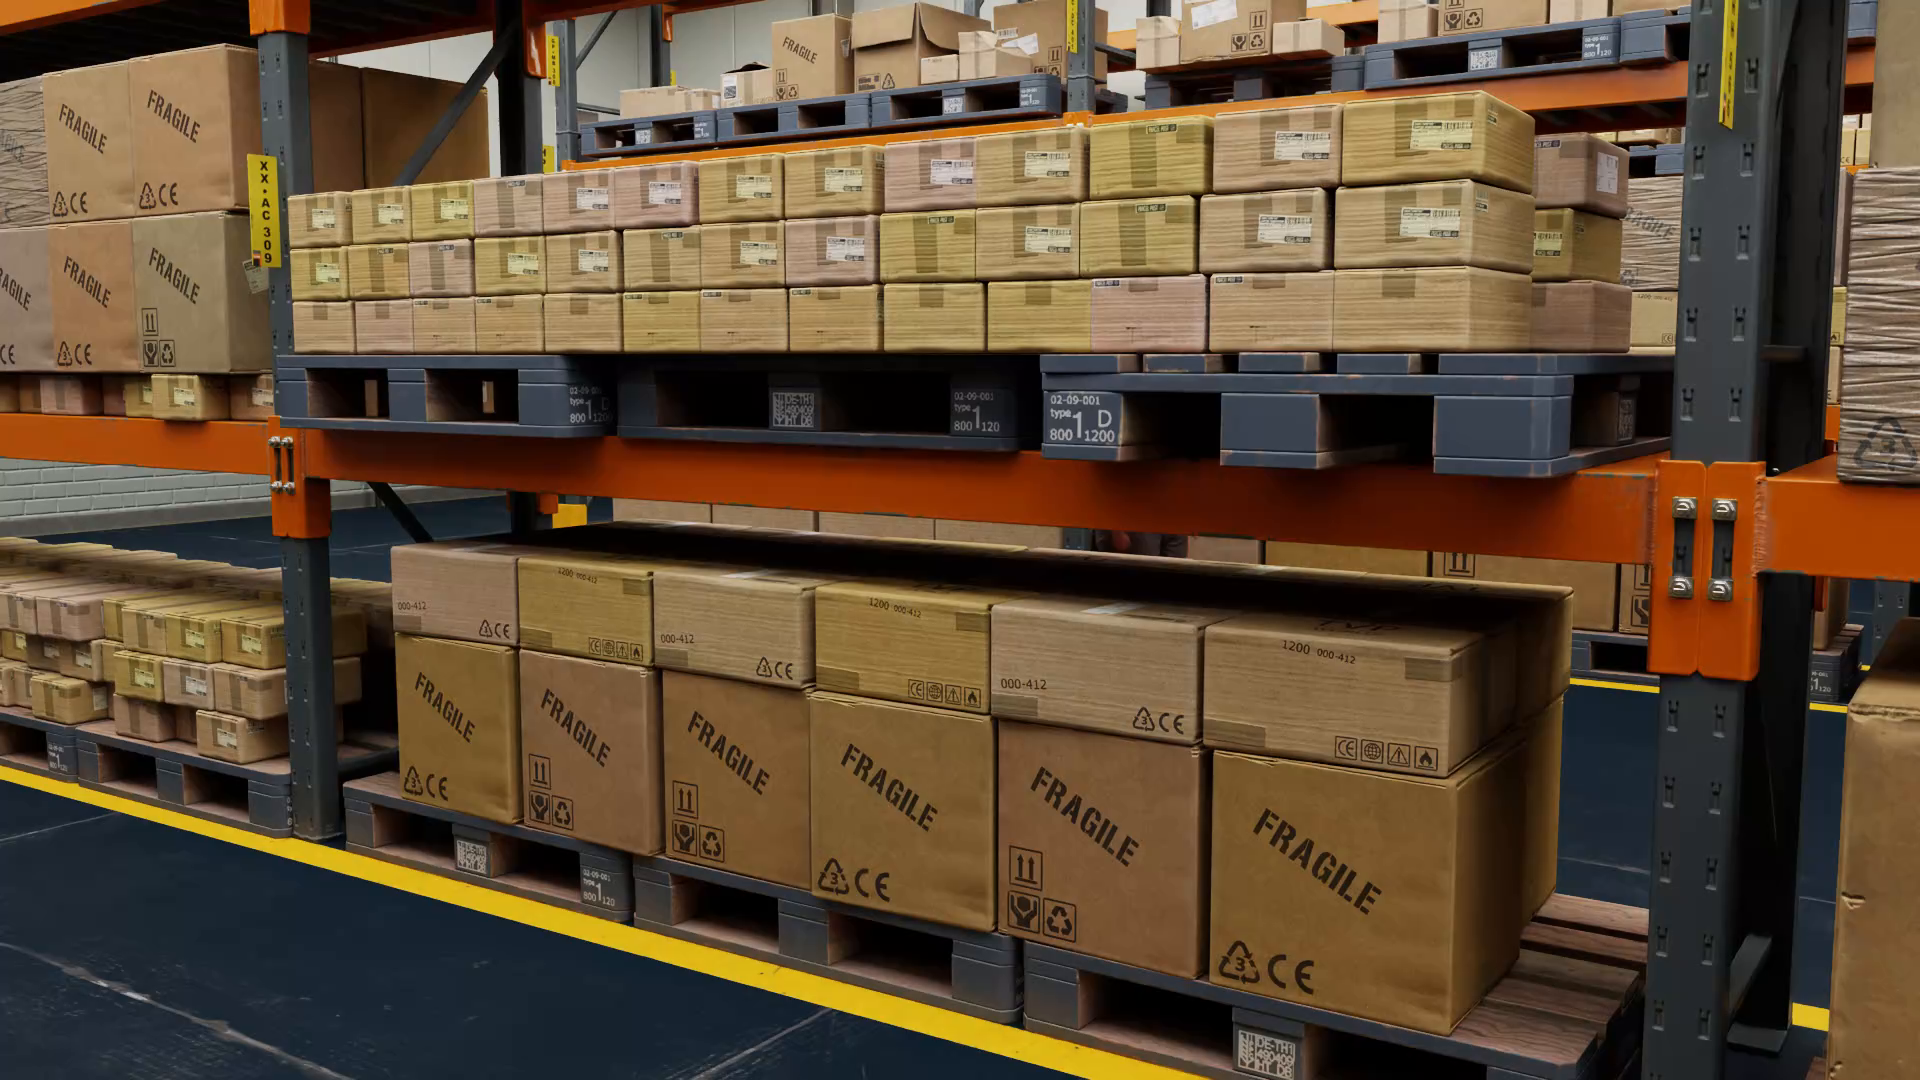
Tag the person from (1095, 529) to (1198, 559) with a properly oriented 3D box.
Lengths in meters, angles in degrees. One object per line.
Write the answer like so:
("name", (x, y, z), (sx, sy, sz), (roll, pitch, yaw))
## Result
("person", (0.710, -0.045, 6.336), (0.358, 1.726, 0.530), (4, 8, 35))
